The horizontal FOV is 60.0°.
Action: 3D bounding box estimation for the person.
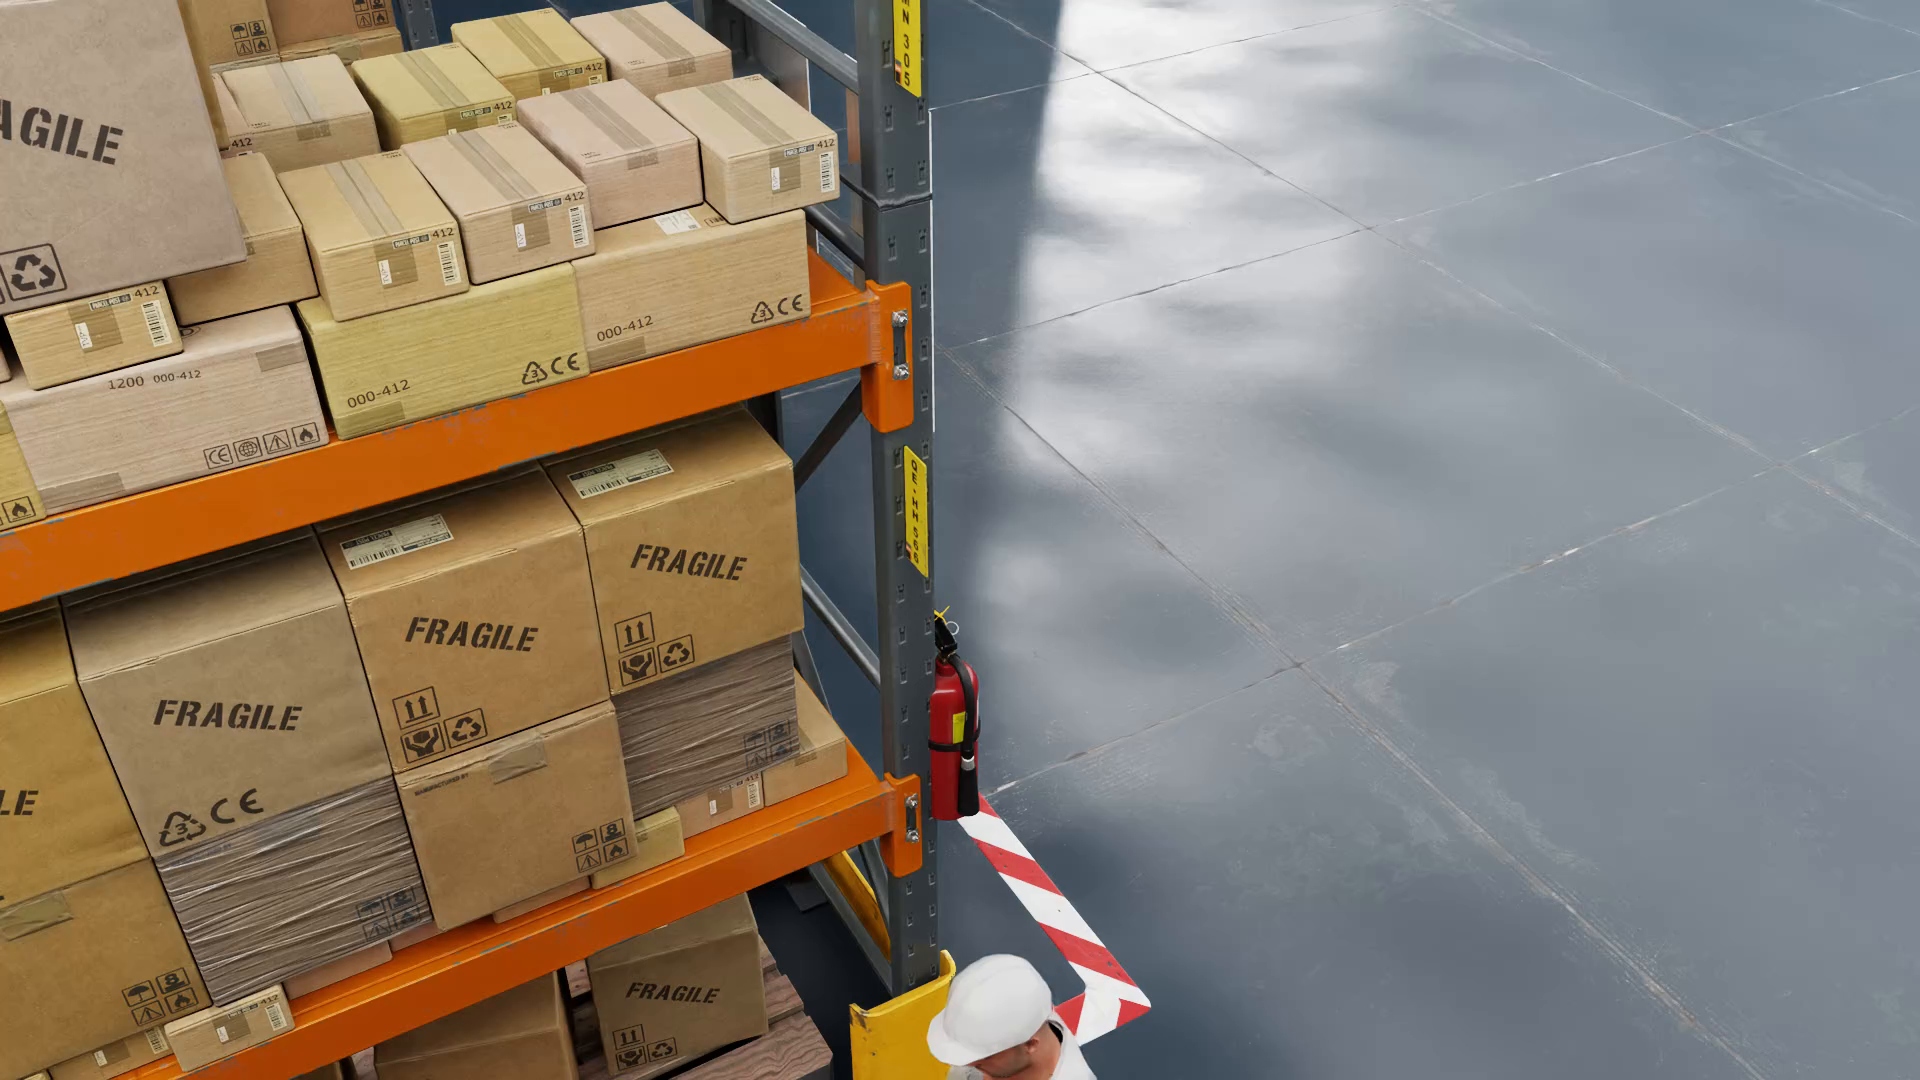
[{"bbox_3d":[0.105,1.607,3.930,0.558,1.782,0.648,-15,39,-19],"label":"person"}]
